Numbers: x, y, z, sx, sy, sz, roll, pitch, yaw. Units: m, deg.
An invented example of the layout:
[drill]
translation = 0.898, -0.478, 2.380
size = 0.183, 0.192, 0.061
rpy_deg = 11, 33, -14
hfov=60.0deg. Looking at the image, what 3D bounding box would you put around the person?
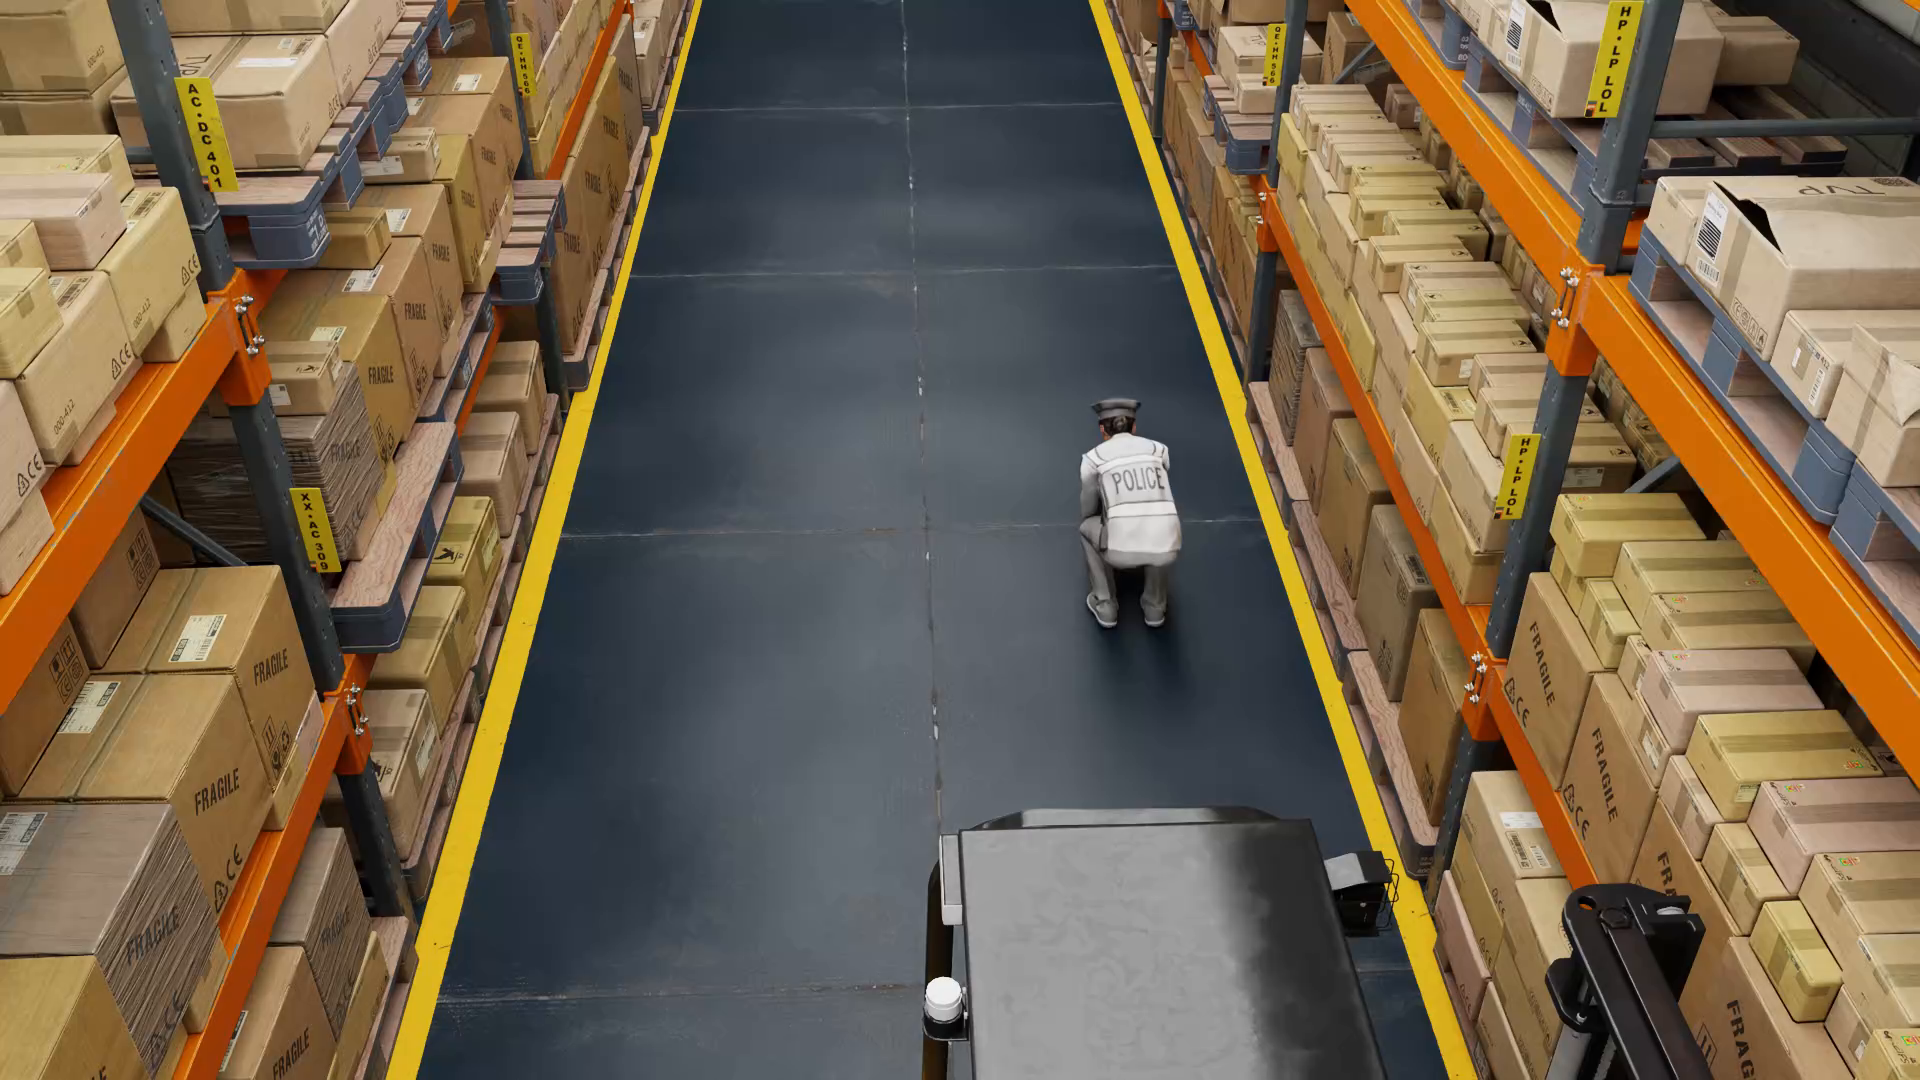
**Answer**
[person]
translation = 0.808, -0.125, 7.971
size = 0.457, 0.978, 0.860
rpy_deg = -2, 36, -3
